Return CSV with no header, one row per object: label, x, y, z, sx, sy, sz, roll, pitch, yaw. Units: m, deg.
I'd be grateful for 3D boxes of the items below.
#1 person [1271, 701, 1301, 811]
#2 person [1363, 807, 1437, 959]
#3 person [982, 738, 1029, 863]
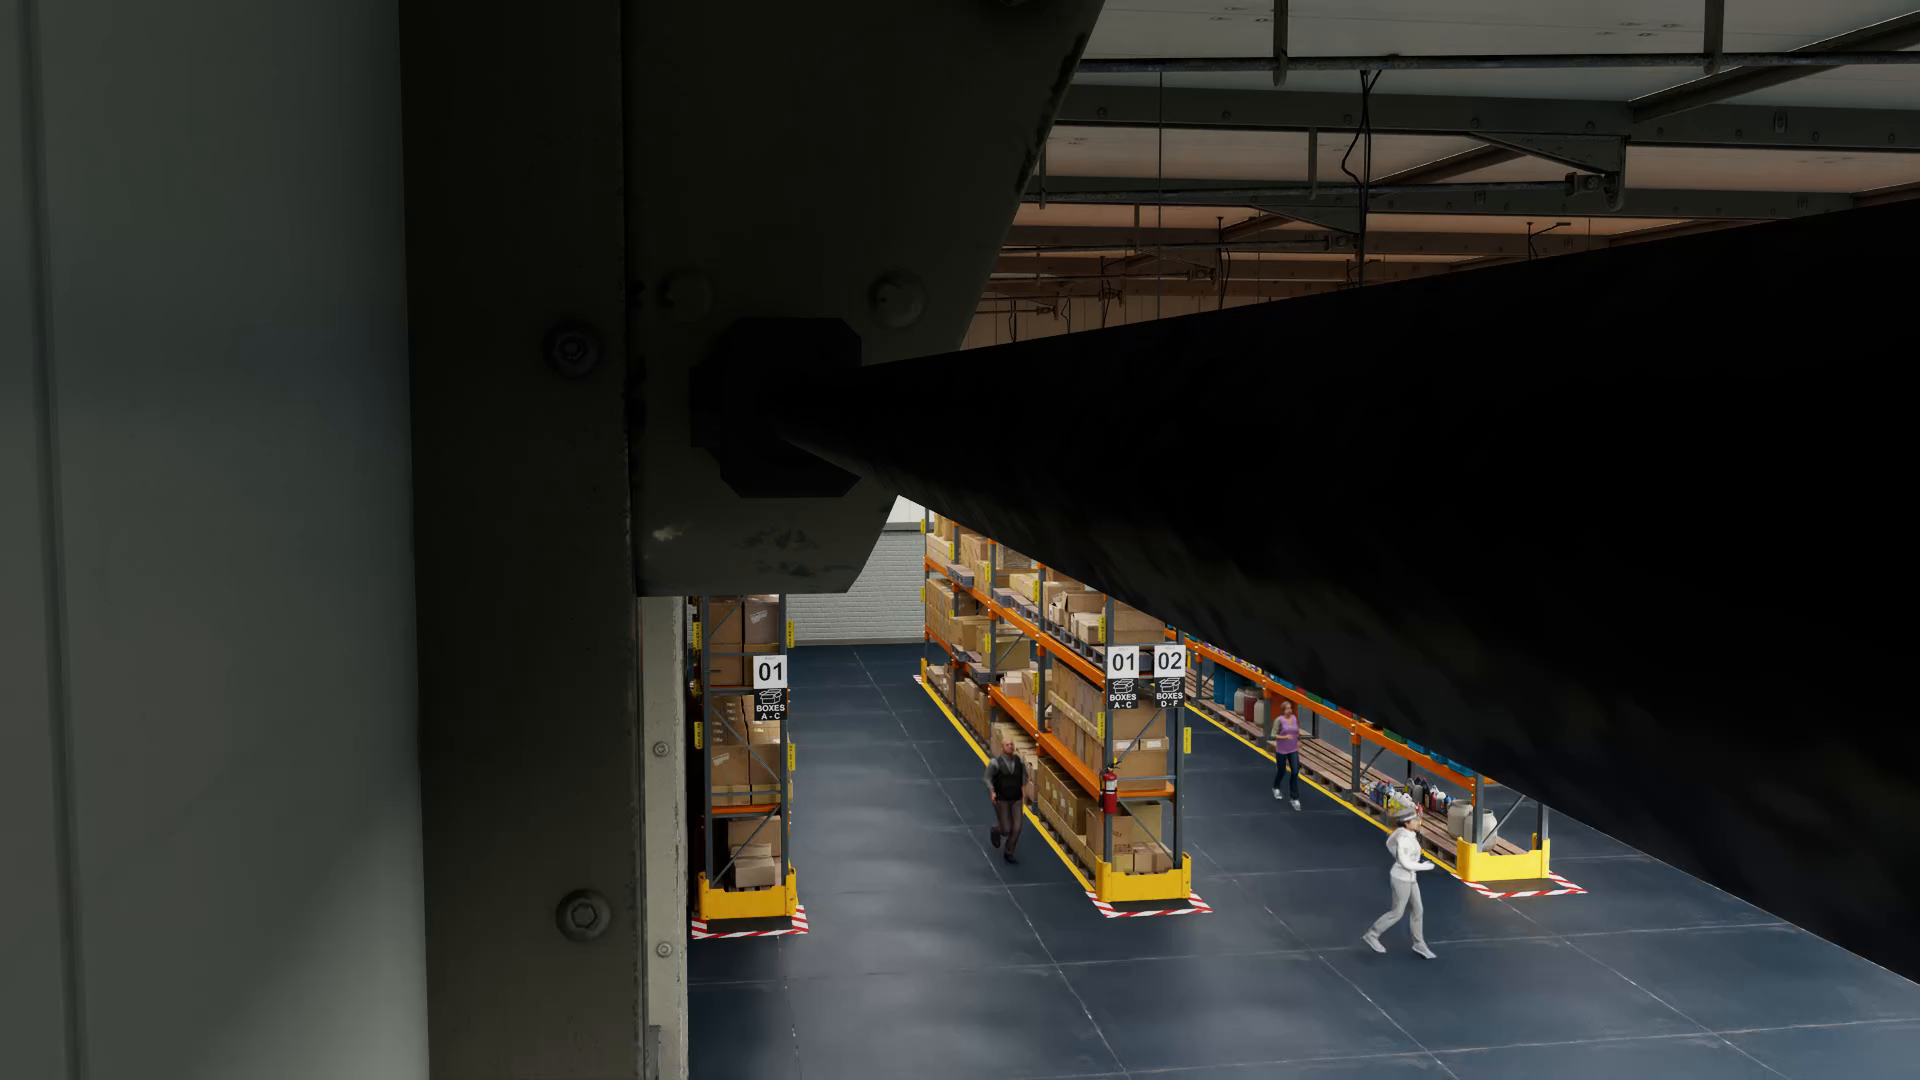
person,5.006,3.270,25.532,0.531,1.621,0.792,-1,5,-11
person,4.961,3.843,18.692,0.806,1.737,0.629,2,5,19
person,0.641,3.514,22.577,0.659,1.679,0.586,-2,5,-19
